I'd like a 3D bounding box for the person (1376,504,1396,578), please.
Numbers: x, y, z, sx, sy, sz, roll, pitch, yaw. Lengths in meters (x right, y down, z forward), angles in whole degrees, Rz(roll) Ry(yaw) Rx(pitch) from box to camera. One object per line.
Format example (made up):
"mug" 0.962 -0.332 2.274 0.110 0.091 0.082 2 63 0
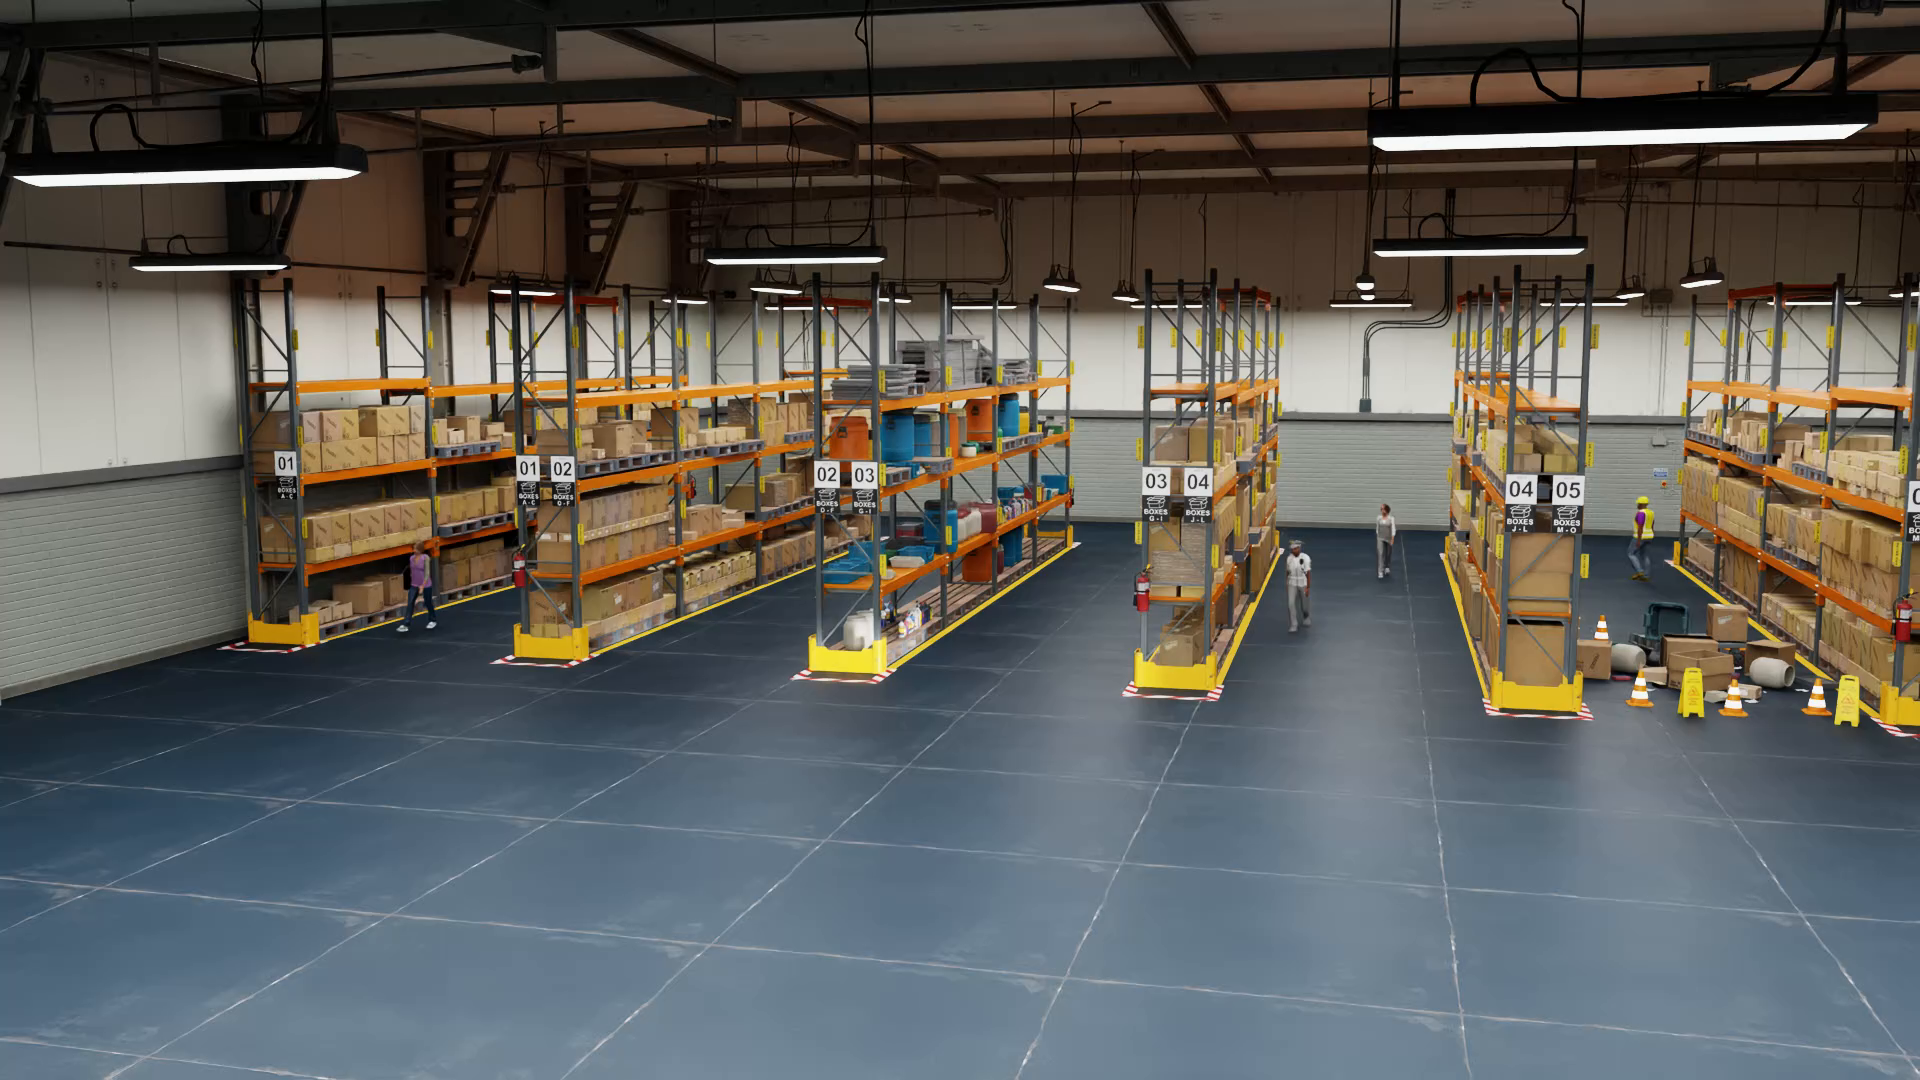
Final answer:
"person" 9.003 0.000 35.171 0.397 1.540 0.972 2 7 14

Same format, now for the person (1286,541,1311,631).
"person" 5.866 0.770 28.857 0.434 1.540 0.976 3 7 20

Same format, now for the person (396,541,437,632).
"person" -9.314 0.794 28.551 0.437 1.549 0.928 1 7 7

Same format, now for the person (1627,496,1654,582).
"person" 14.221 -0.029 34.625 0.590 1.753 0.460 -4 8 -27
